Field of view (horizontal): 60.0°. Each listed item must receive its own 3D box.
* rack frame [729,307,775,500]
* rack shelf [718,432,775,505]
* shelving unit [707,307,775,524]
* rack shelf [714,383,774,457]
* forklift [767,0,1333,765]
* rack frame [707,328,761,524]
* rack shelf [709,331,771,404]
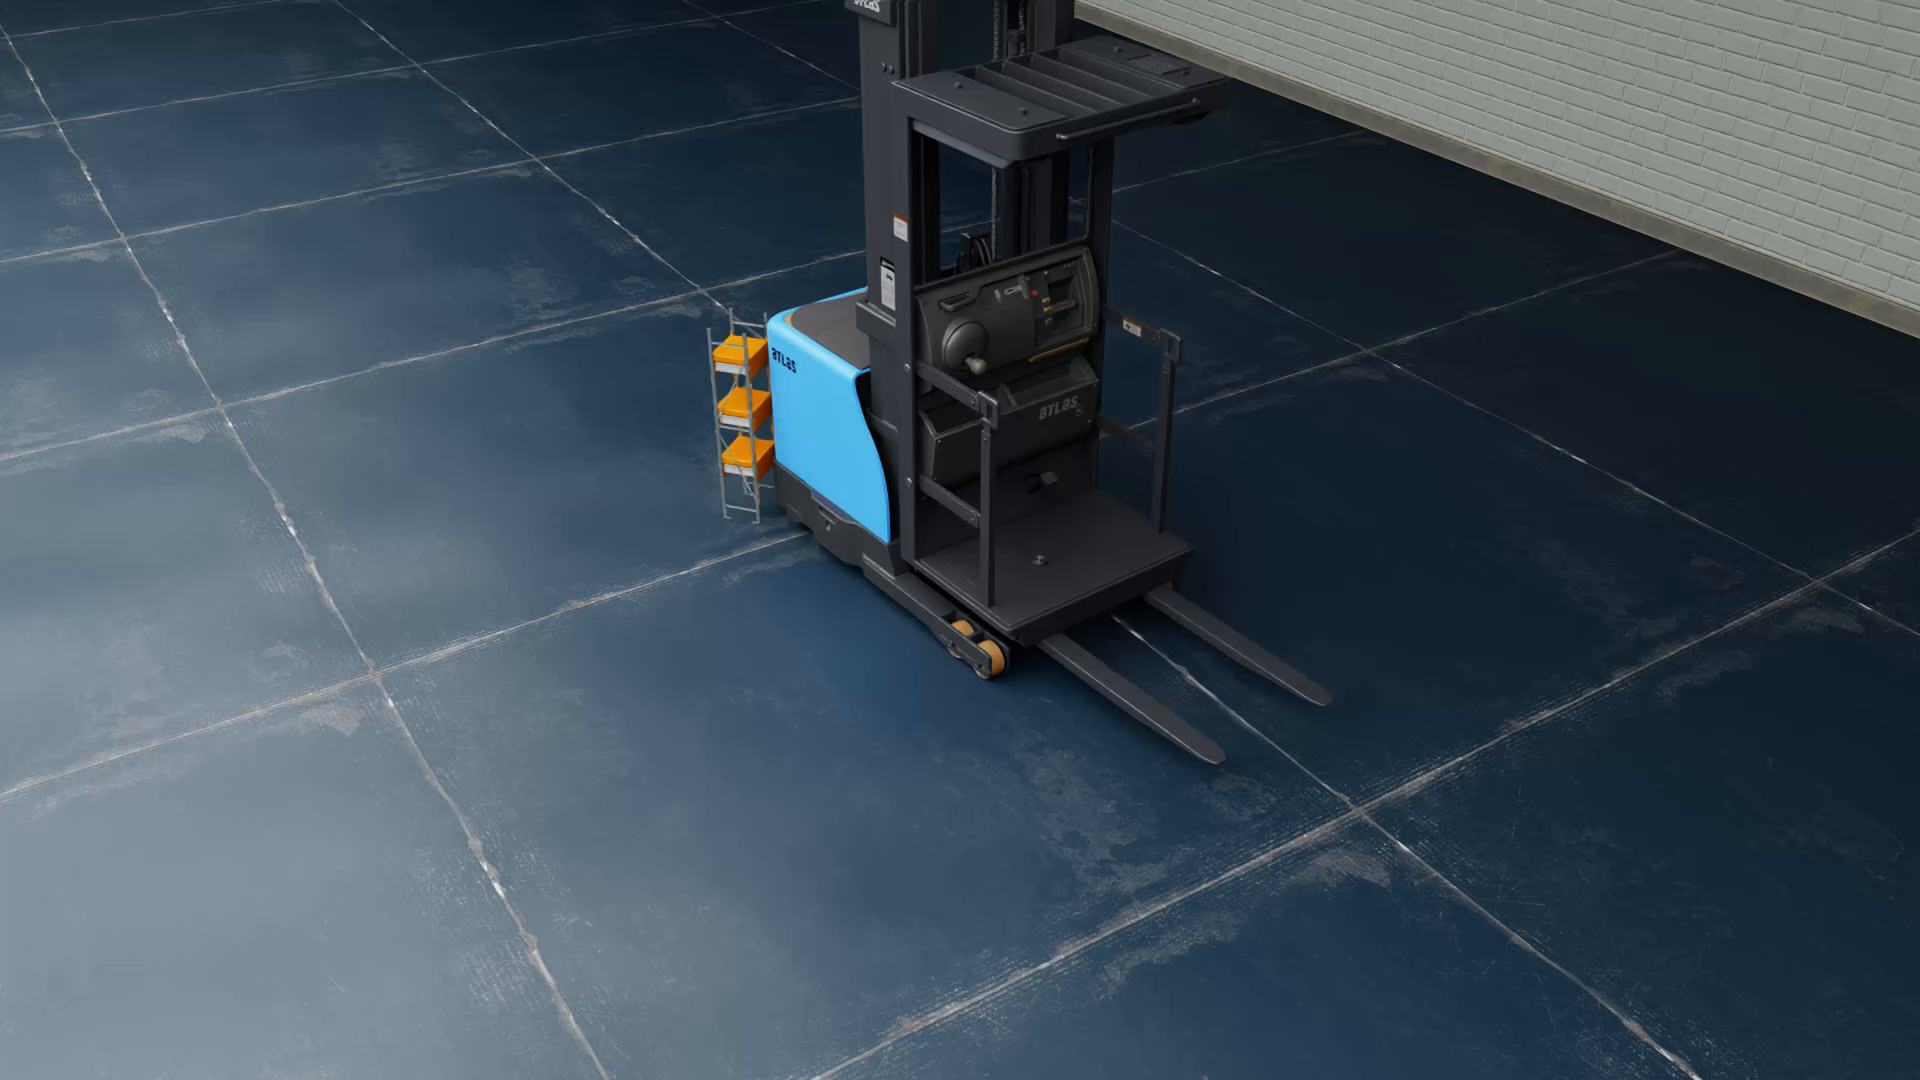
[{"bbox_3d":[-1.025,-0.667,8.323,0.200,1.050,0.008,10,34,15],"label":"rack frame"},{"bbox_3d":[-1.063,-0.361,8.379,0.215,0.259,0.240,10,34,15],"label":"rack shelf"},{"bbox_3d":[-1.063,-0.605,8.225,0.215,1.050,0.252,10,34,15],"label":"shelving unit"},{"bbox_3d":[-1.063,-0.596,8.230,0.215,0.259,0.240,10,34,15],"label":"rack shelf"},{"bbox_3d":[0.349,-0.931,6.979,1.130,2.935,3.031,-22,38,-31],"label":"forklift"},{"bbox_3d":[-1.101,-0.543,8.127,0.200,1.050,0.008,10,34,15],"label":"rack frame"},{"bbox_3d":[-1.063,-0.836,8.079,0.215,0.259,0.240,10,34,15],"label":"rack shelf"}]
